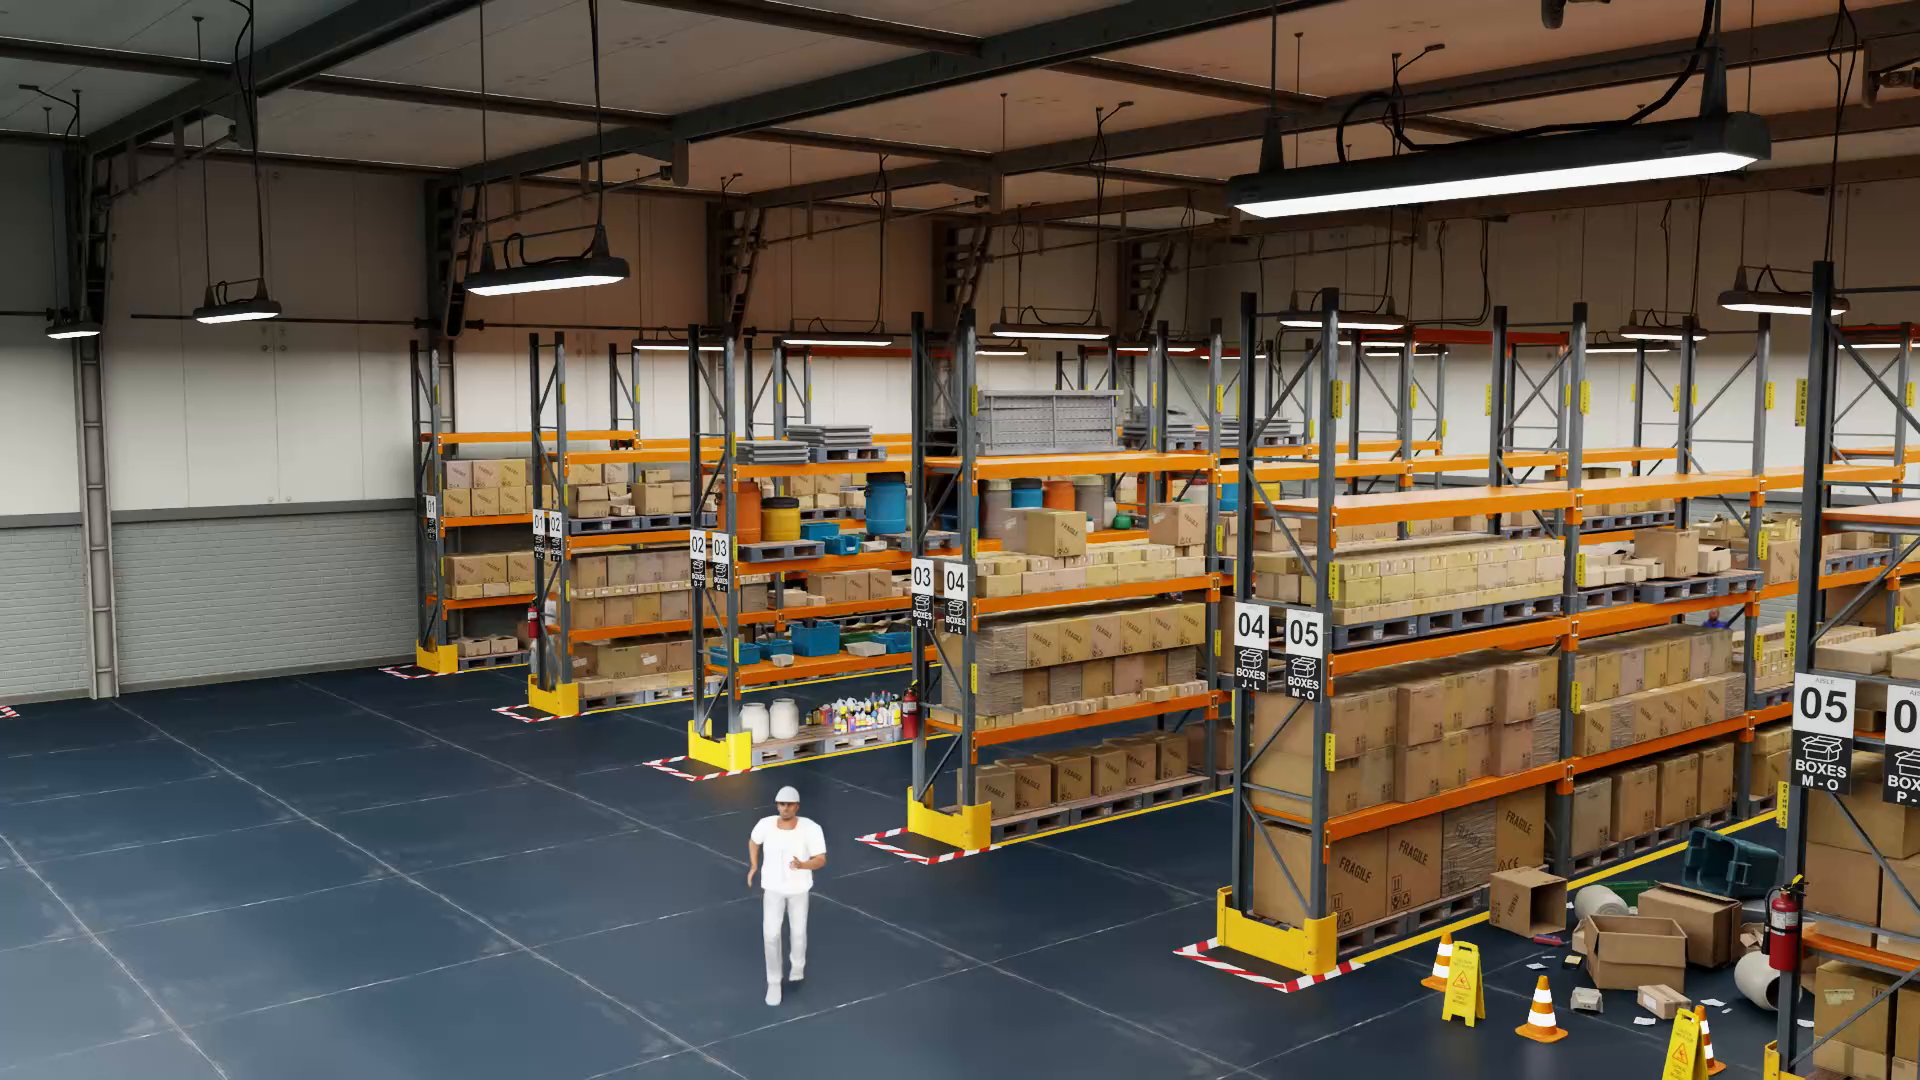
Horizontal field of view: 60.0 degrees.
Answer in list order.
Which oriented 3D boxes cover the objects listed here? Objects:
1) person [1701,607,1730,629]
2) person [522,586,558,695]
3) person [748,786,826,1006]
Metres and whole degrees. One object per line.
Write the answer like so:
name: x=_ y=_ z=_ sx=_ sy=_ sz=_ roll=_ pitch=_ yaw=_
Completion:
person: x=12.201 y=1.882 z=26.909 sx=0.654 sy=1.639 sz=0.613 roll=-5 pitch=7 yaw=-42
person: x=-7.009 y=1.738 z=28.102 sx=0.817 sy=1.763 sz=0.747 roll=-5 pitch=7 yaw=-44
person: x=-1.466 y=2.989 z=14.086 sx=0.673 sy=1.831 sz=0.760 roll=0 pitch=5 yaw=-2
